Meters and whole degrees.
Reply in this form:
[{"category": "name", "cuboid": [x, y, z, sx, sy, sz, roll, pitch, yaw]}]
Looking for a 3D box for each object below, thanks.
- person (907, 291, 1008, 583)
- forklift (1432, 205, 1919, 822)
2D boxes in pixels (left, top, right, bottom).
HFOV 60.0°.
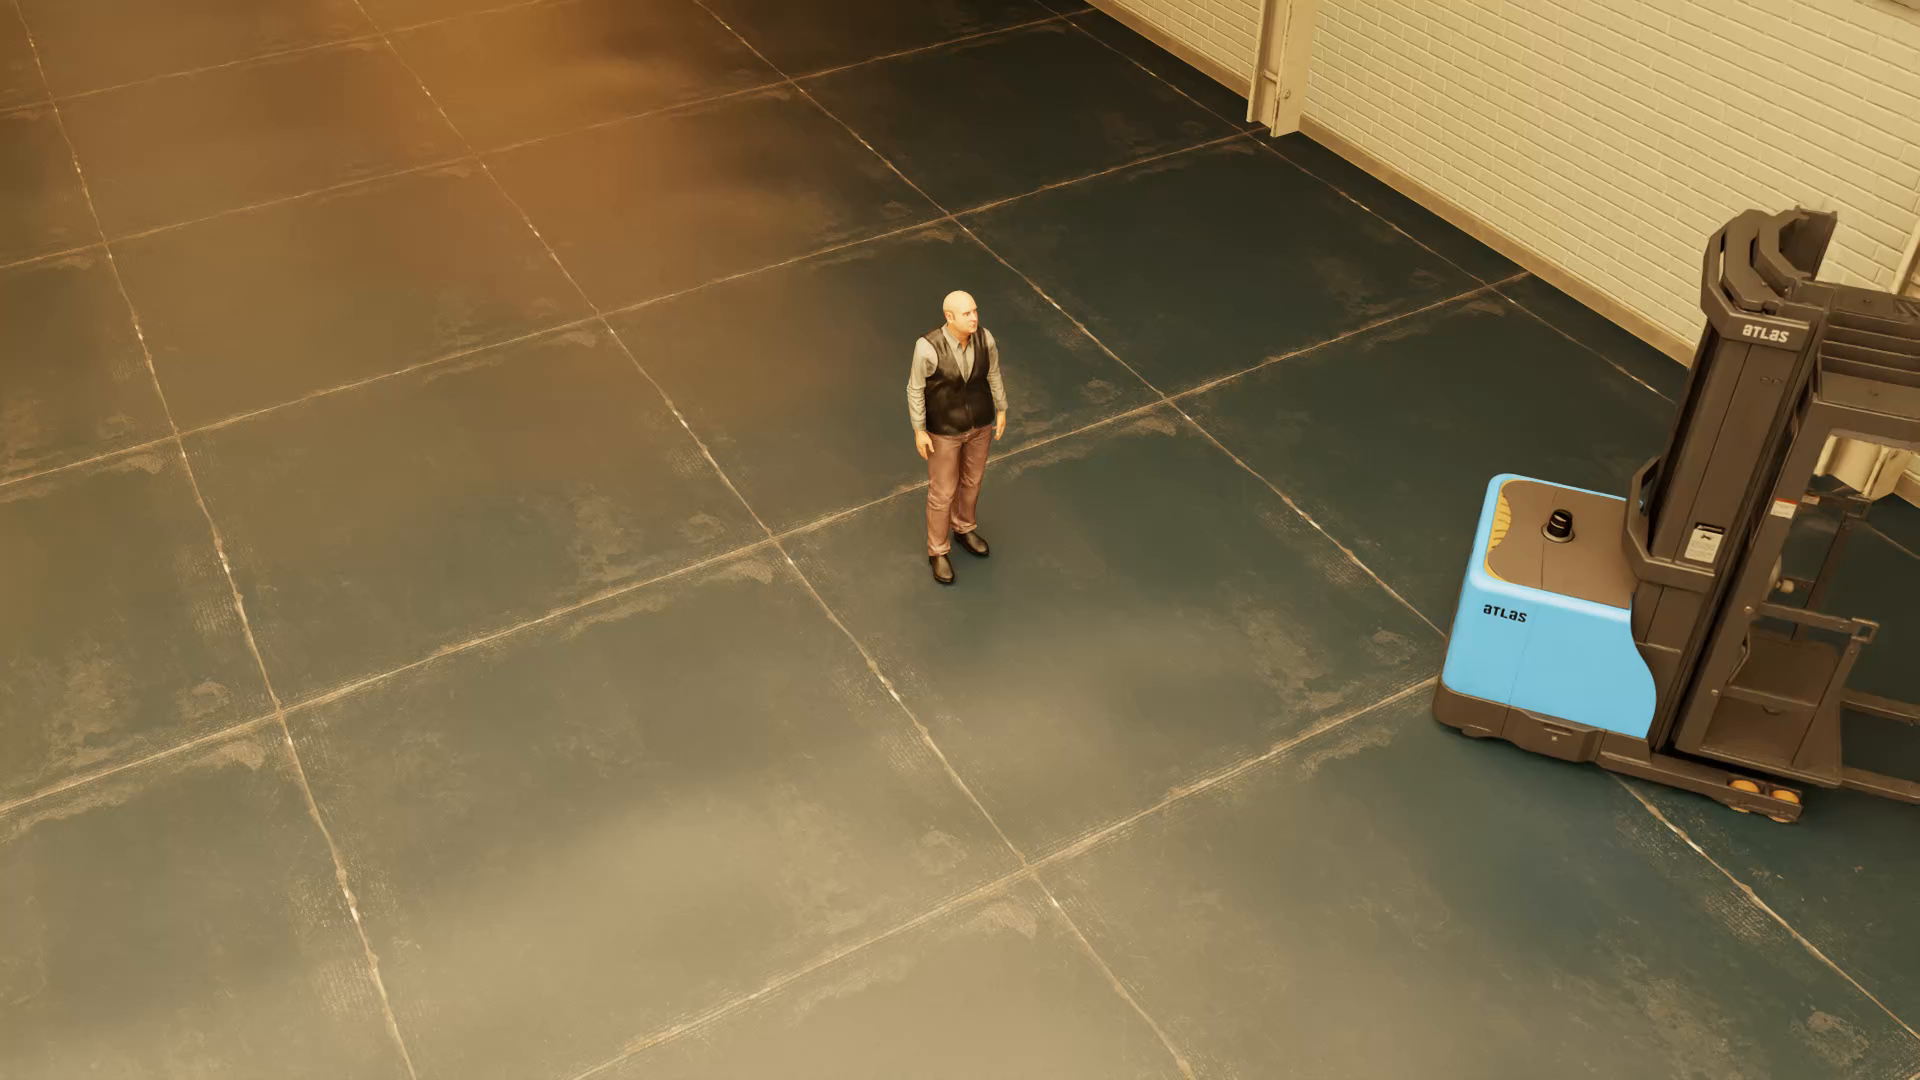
[{"category": "person", "cuboid": [0.024, -0.631, 9.733, 0.632, 1.720, 0.568, -20, 44, -23]}, {"category": "forklift", "cuboid": [4.150, -0.061, 8.109, 3.031, 2.935, 1.130, 14, 42, 16]}]
